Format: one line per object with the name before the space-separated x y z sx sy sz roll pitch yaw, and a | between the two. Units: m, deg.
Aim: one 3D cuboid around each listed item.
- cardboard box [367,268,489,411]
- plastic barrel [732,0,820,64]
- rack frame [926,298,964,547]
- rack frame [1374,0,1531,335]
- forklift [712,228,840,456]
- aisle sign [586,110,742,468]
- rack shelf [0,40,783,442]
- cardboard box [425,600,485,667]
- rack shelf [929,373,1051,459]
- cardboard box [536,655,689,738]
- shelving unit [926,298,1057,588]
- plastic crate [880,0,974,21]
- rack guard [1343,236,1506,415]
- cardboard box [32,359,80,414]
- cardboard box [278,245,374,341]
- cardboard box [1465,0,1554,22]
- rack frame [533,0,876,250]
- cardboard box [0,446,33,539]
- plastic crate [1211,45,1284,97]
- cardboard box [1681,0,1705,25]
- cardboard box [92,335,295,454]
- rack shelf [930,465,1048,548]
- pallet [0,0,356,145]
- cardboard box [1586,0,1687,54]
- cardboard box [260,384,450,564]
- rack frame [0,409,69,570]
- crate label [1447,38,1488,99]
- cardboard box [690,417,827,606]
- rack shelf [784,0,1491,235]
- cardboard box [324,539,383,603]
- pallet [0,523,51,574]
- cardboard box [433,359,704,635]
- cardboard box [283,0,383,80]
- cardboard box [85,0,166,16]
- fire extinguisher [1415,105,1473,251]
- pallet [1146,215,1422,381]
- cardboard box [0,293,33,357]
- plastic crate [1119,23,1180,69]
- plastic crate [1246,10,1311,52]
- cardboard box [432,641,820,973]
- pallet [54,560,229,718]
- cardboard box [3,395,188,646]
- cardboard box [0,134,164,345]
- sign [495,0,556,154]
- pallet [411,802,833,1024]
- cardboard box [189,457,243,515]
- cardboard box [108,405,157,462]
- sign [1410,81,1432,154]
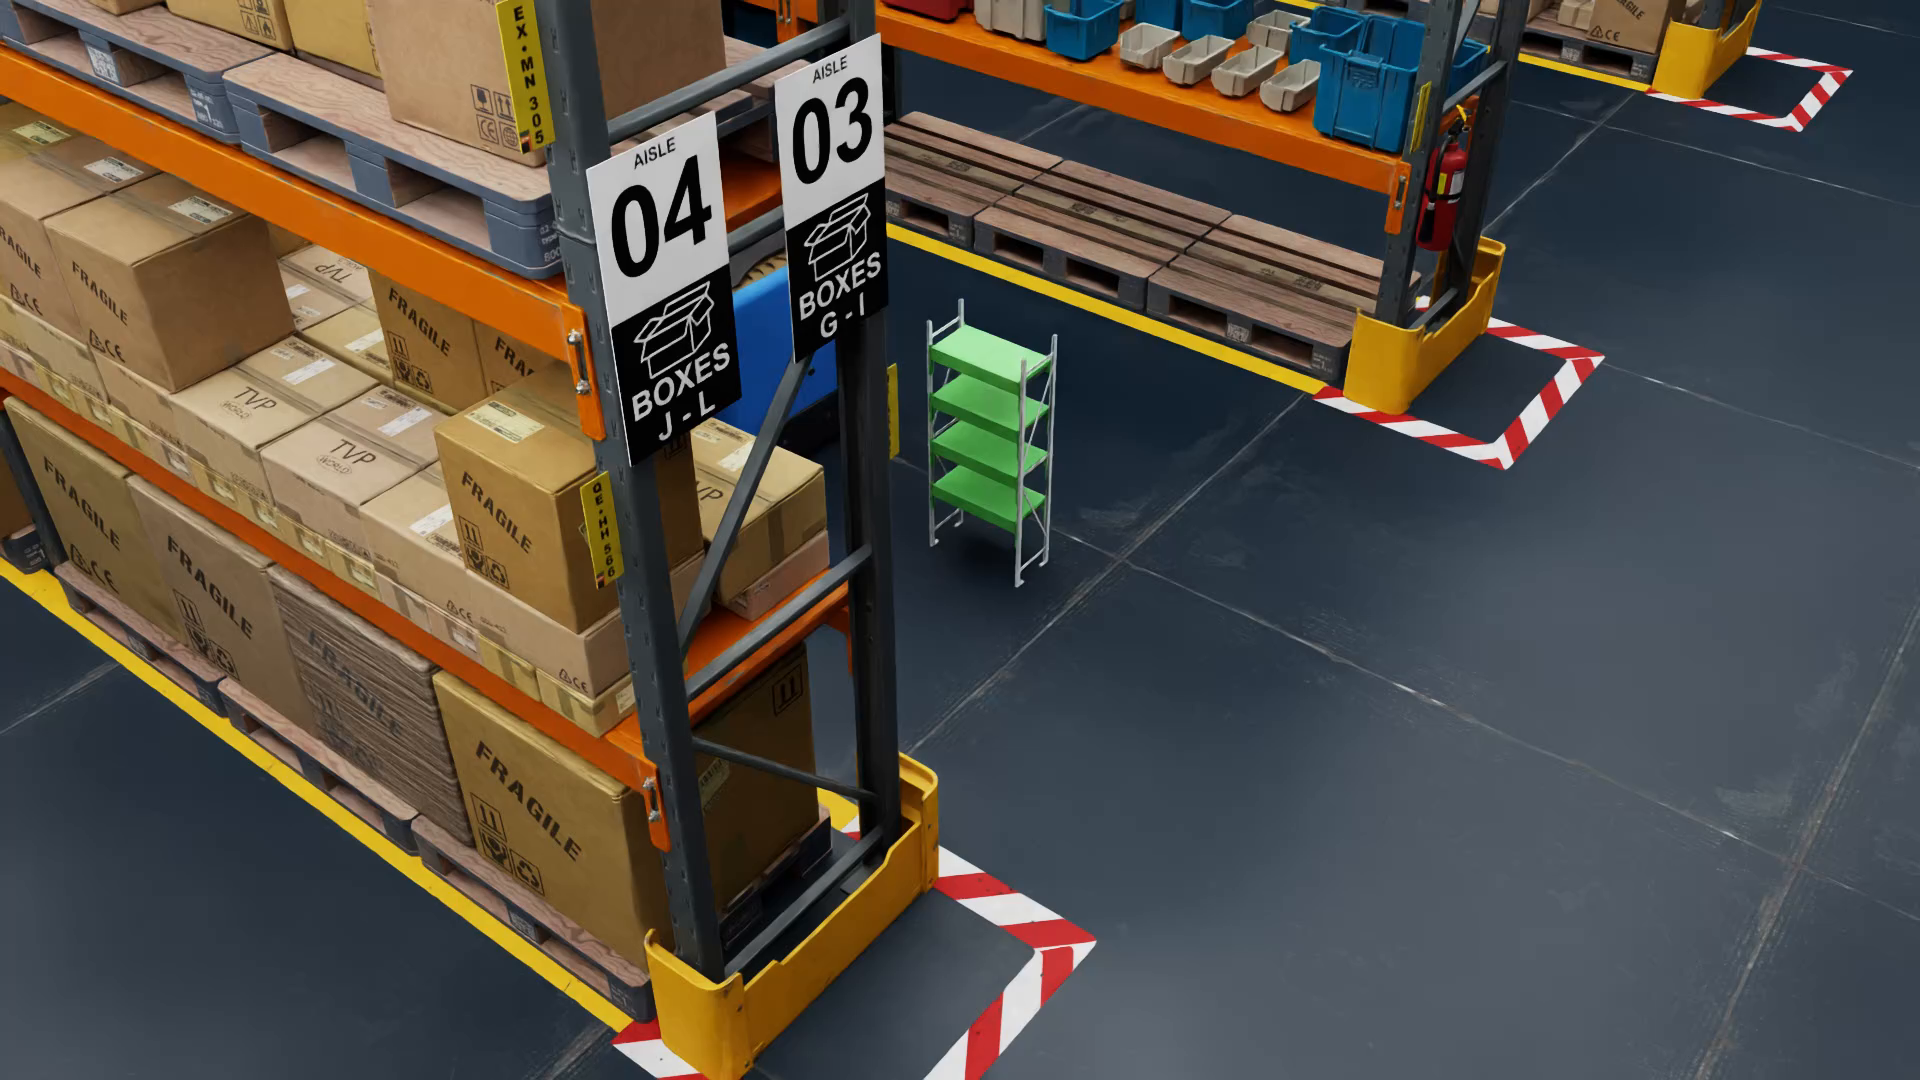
cardboard box | -1.591 -0.778 5.583 0.500 0.500 0.500 24 44 27
plastic barrel | -1.152 -3.209 10.777 0.708 0.901 0.600 25 45 29
rack frame | -0.062 -0.502 7.418 0.015 1.200 0.240 25 45 29
rack frame | 2.447 -2.160 8.076 0.127 3.000 1.000 25 45 29
forklift | -1.906 -2.139 8.104 3.031 2.935 1.130 27 46 30
aisle sign | -0.687 -0.585 3.955 0.004 0.787 0.394 25 45 29
rack shelf | -2.150 -1.382 5.232 4.000 0.370 1.077 25 45 29
cardboard box | -1.452 0.200 5.265 0.250 0.149 0.380 25 45 29
rack shelf | 0.131 -0.549 7.192 0.480 0.148 0.258 25 45 29
cardboard box | -1.045 0.392 5.020 0.250 0.149 0.380 26 45 29
shelving unit | 0.131 -0.410 7.301 0.503 1.200 0.258 25 45 29
plastic crate | -0.173 -3.250 9.367 0.583 0.464 0.402 25 45 29
rack guard | 2.474 -1.173 8.843 0.348 0.500 1.175 25 45 29
cardboard box | -3.288 -0.664 6.368 0.250 0.149 0.380 27 45 30
cardboard box | -2.411 -0.870 6.309 0.500 0.250 0.500 26 45 29
cardboard box | 4.142 -4.128 12.463 0.500 0.250 0.500 25 45 29
rack frame | -0.562 -2.097 3.129 0.127 3.000 1.000 25 45 29
cardboard box | -4.260 -0.792 7.711 0.875 0.875 1.225 25 45 29
plastic crate | 1.468 -2.412 8.563 0.243 0.136 0.396 25 45 29
cardboard box | 5.336 -3.960 12.330 0.250 0.149 0.380 25 45 29
cardboard box | -2.718 -0.607 5.972 0.500 0.250 0.500 26 45 30
rack shelf | 0.131 -0.171 7.488 0.480 0.148 0.258 25 45 29
pallet | -2.131 -1.610 5.012 1.213 0.211 1.003 25 45 29
cardboard box | 4.878 -3.856 11.913 0.500 0.500 0.500 25 45 29
cardboard box | -1.915 -0.225 5.485 0.500 0.250 0.500 24 44 27
rack frame | -3.739 -1.233 6.891 0.127 3.000 1.000 25 45 29
crate label | 2.451 -2.371 8.433 0.303 0.233 0.416 25 45 29
cardboard box | -0.779 -0.105 5.331 0.500 0.250 0.500 24 44 27
rack shelf | 0.859 -2.626 9.254 4.000 0.370 1.077 25 45 29
cardboard box | -1.857 0.010 5.508 0.250 0.149 0.380 24 44 28
pallet | -4.398 -0.387 8.073 1.213 0.211 1.003 25 45 29
cardboard box | -1.108 -0.142 4.770 0.500 0.500 0.500 26 45 29
cardboard box | -1.381 -1.598 4.422 0.500 0.500 0.700 24 44 27
cardboard box | -2.328 -1.925 4.840 0.500 0.500 0.700 27 46 30
fire extinguisher | 2.291 -1.704 7.858 0.183 0.674 0.296 25 45 29
pallet | 1.816 -1.390 9.354 1.213 0.211 1.003 25 45 29
cardboard box | -3.525 -0.987 6.457 0.500 0.250 0.500 24 44 28
plastic crate | 0.986 -2.606 8.811 0.250 0.136 0.298 25 45 29
plastic crate | 1.708 -2.748 8.992 0.298 0.136 0.250 25 45 29
cardboard box | -1.119 0.736 5.760 0.875 0.875 0.875 25 45 29
pallet | -3.183 0.188 7.338 1.213 0.211 1.003 25 45 29
cardboard box | -3.263 -0.275 7.051 0.875 0.875 0.875 25 45 29
cardboard box | -3.127 -1.093 5.985 0.500 0.500 0.500 25 45 29
sign | -0.903 -0.973 3.472 0.005 0.325 0.100 25 45 29
pallet | -1.244 1.102 6.171 1.213 0.211 1.003 25 45 29
cardboard box | -2.467 -0.277 5.875 0.250 0.149 0.380 24 44 27
cardboard box | -2.875 -0.470 6.121 0.250 0.149 0.380 25 44 28
sign | 2.126 -1.949 7.674 0.005 0.325 0.100 25 45 29
